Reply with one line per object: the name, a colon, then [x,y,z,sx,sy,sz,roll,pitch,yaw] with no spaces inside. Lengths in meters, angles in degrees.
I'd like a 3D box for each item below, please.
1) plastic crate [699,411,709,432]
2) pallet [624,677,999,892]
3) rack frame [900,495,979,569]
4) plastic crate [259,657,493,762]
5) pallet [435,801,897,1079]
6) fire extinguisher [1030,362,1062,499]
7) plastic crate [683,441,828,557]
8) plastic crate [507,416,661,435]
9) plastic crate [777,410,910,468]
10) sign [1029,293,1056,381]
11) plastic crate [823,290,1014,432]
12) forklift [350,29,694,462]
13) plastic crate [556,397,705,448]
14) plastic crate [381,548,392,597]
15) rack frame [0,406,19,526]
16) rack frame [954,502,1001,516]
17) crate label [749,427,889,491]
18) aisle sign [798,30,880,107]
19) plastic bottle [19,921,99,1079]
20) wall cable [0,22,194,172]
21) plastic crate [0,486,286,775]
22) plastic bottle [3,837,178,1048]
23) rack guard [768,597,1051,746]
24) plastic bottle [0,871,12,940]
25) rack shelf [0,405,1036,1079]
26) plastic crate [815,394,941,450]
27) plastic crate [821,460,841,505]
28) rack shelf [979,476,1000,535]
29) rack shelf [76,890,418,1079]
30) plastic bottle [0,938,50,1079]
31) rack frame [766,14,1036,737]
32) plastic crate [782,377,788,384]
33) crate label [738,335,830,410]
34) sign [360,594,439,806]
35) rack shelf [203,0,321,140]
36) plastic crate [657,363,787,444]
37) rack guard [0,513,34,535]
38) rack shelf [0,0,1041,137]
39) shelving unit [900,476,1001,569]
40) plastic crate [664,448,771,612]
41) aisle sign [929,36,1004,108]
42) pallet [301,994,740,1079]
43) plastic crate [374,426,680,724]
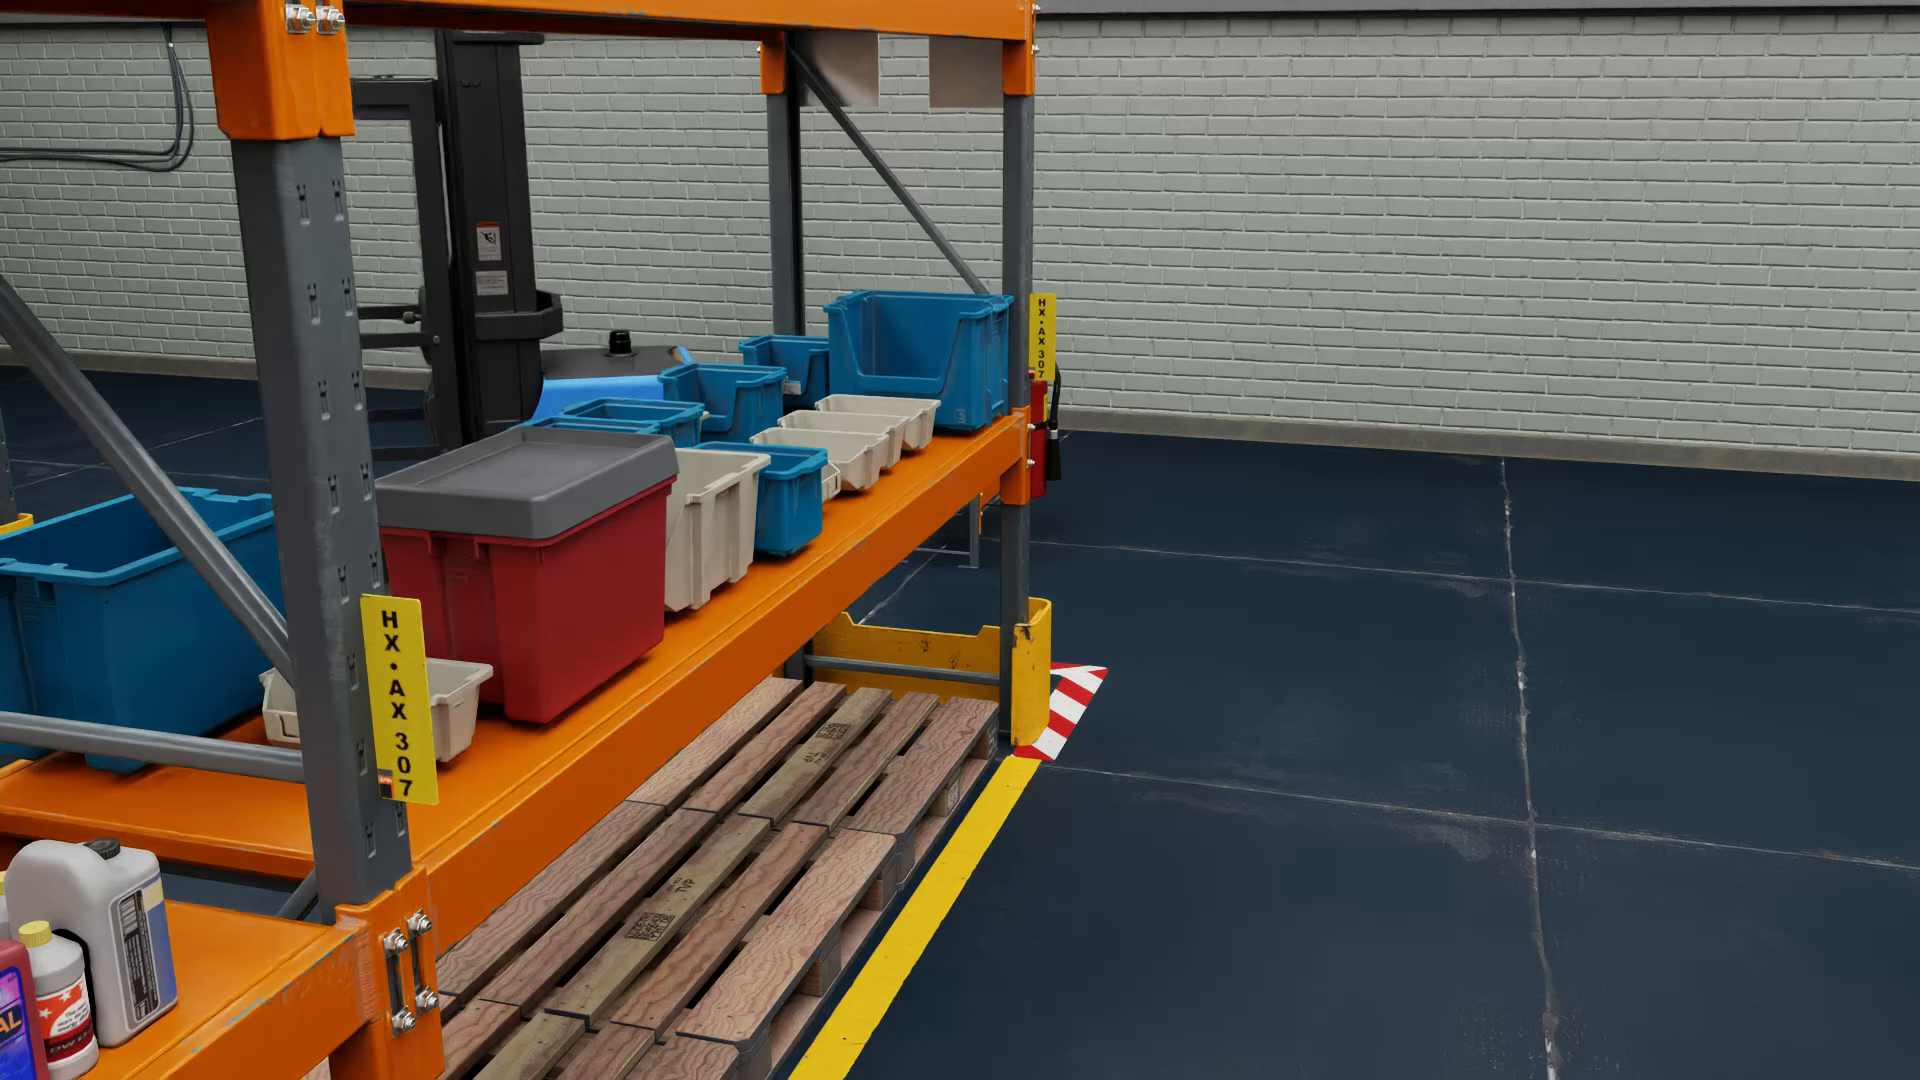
plastic crate: [-0.974,-0.324,5.349,0.250,0.136,0.298,5,16,16]
pallet: [-0.497,0.838,5.988,1.003,0.211,1.213,5,16,16]
rack frame: [-0.143,-0.410,8.713,0.500,1.125,0.032,5,16,16]
plastic crate: [-1.092,0.317,3.086,0.396,0.136,0.243,5,16,16]
pallet: [-0.845,1.156,4.867,1.003,0.211,1.213,5,16,16]
fire extinguisher: [0.254,-0.504,6.434,0.296,0.674,0.183,5,16,16]
plastic crate: [-0.563,-0.108,4.408,0.416,0.233,0.300,5,16,16]
plastic crate: [-1.070,-0.203,4.744,0.416,0.233,0.300,5,16,16]
plastic crate: [-0.379,-0.316,5.321,0.396,0.136,0.243,5,16,16]
sign: [0.307,-0.756,6.200,0.100,0.325,0.005,5,16,16]
plastic crate: [-0.141,-0.660,5.985,0.616,0.435,0.499,5,16,16]
forklift: [-2.851,-1.236,8.315,3.031,2.935,1.130,-4,16,-14]
plastic crate: [-0.985,-0.281,5.020,0.416,0.233,0.300,5,16,16]
plastic crate: [-1.301,0.120,3.804,0.437,0.125,0.590,5,16,16]
rack frame: [-4.973,-1.101,7.716,1.000,3.000,0.127,5,16,16]
rack frame: [0.146,-0.676,9.651,0.500,1.125,0.032,5,16,16]
crate label: [-0.435,-0.242,5.057,0.396,0.136,0.243,5,16,16]
aisle sign: [-0.489,-2.009,6.151,0.394,0.787,0.004,5,16,16]
plastic bottle: [-1.170,0.586,2.129,0.097,0.201,0.097,0,16,0]
wall cable: [-7.774,-4.329,13.791,3.097,2.526,0.112,5,16,16]
plastic crate: [-1.556,0.160,3.186,0.392,0.384,0.575,5,16,16]
plastic bottle: [-1.164,0.518,2.233,0.152,0.276,0.135,5,16,16]
rack guard: [-0.231,0.479,6.725,1.175,0.500,0.348,5,16,16]
plastic bottle: [-1.289,0.549,2.261,0.097,0.201,0.097,0,16,0]
rack shelf: [-0.793,0.153,4.611,1.077,0.370,4.000,5,16,16]
plastic crate: [-0.283,-0.391,5.584,0.396,0.136,0.243,5,16,16]
plastic crate: [-0.501,-0.163,4.779,0.298,0.136,0.250,5,16,16]
rack shelf: [0.002,-0.308,9.249,0.538,0.278,1.000,5,16,16]
rack shelf: [-1.930,1.199,0.922,1.077,0.370,4.000,5,16,16]
plastic bottle: [-1.186,0.578,2.007,0.061,0.283,0.133,5,16,16]
rack frame: [-0.225,-0.716,6.358,1.000,3.000,0.127,5,16,16]
plastic crate: [-0.781,-0.502,5.975,0.250,0.136,0.298,5,16,16]
crate label: [-0.611,-0.626,6.235,0.416,0.233,0.303,5,16,16]
sign: [-0.835,0.240,2.479,0.100,0.325,0.005,5,16,16]
rack shelf: [-1.930,-0.244,0.513,1.077,0.370,4.000,5,16,16]
plastic crate: [-0.798,-0.453,5.628,0.416,0.233,0.300,5,16,16]
rack guard: [-4.995,0.121,7.987,1.175,0.500,0.348,5,16,16]
rack shelf: [-0.793,-1.290,4.202,1.077,0.370,4.000,5,16,16]
shelving unit: [0.002,-0.543,9.182,0.538,1.125,1.048,5,16,16]
plastic crate: [-0.751,-0.027,4.035,0.437,0.282,0.530,5,16,16]
aisle sign: [0.076,-1.963,5.990,0.394,0.787,0.004,5,16,16]
pallet: [-1.190,1.476,3.738,1.003,0.211,1.213,5,16,16]
plastic crate: [-0.868,0.056,3.407,0.402,0.464,0.583,5,16,16]
